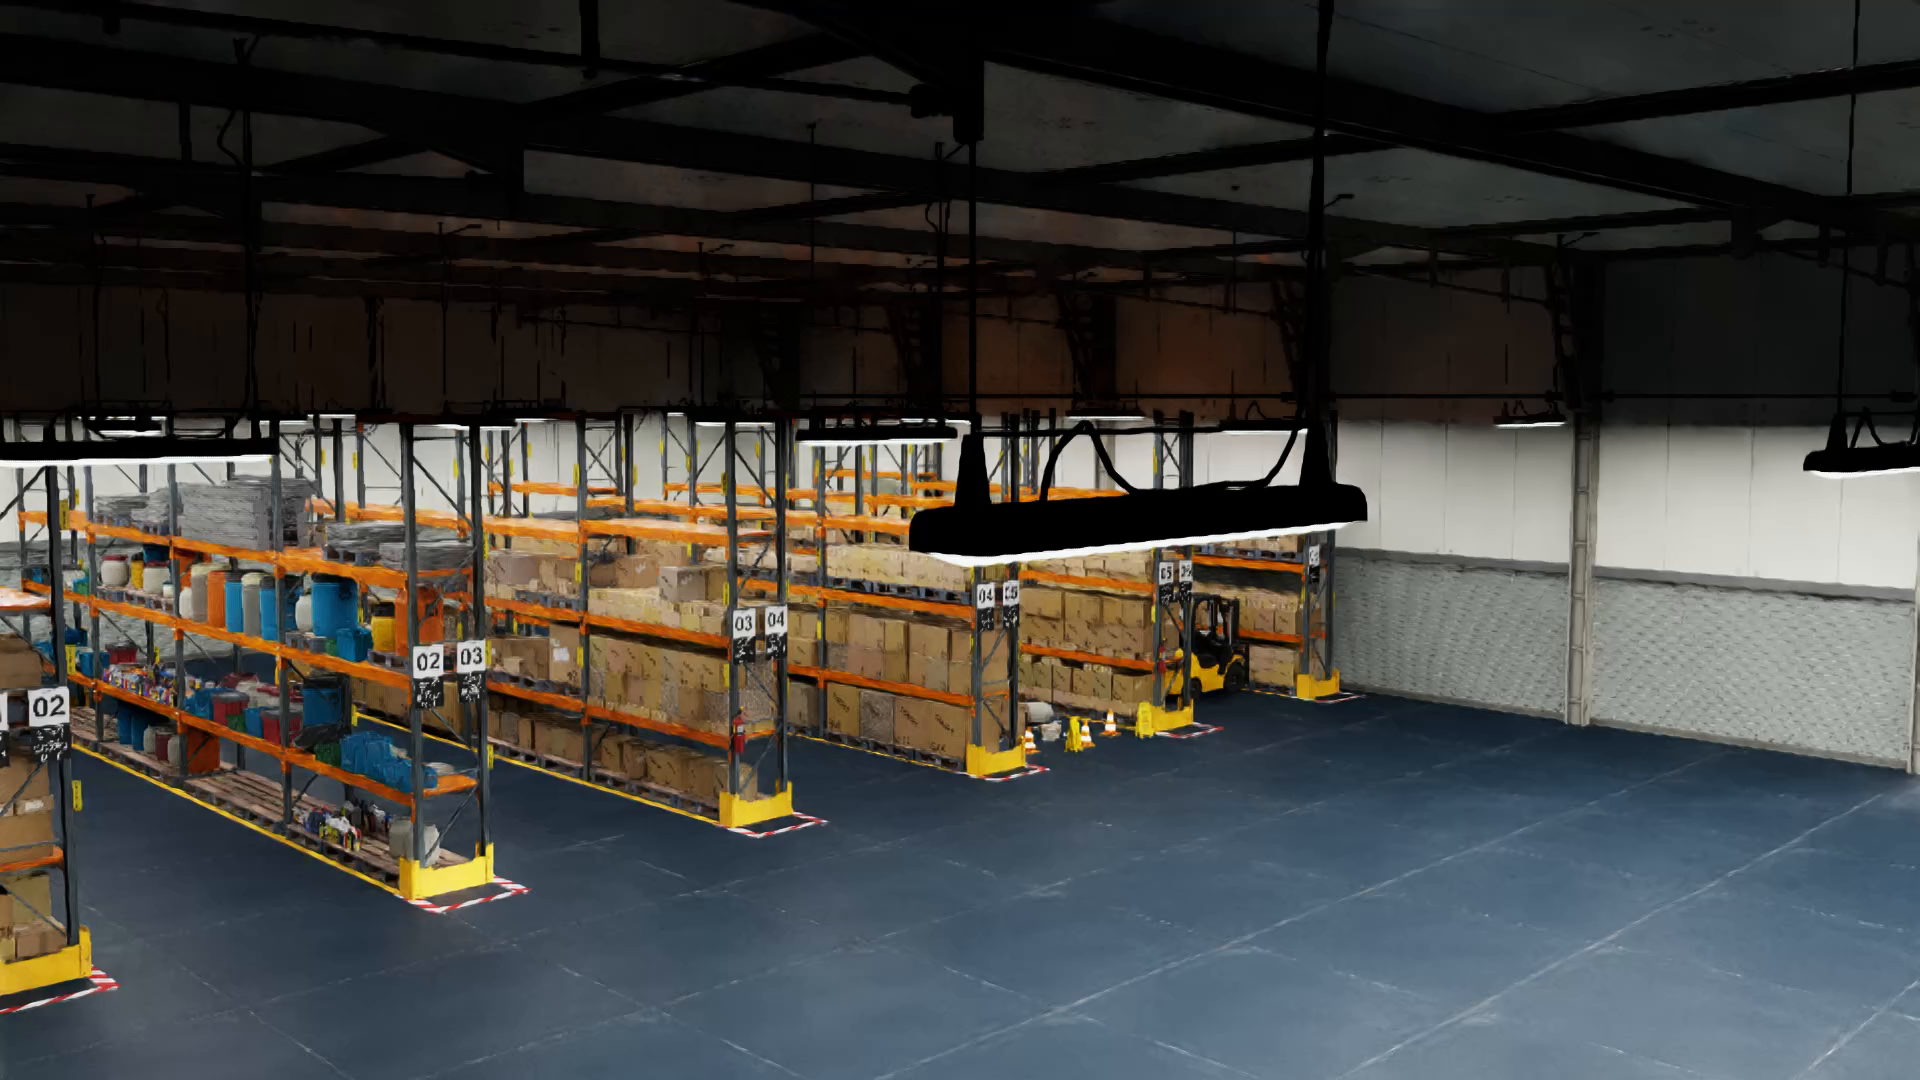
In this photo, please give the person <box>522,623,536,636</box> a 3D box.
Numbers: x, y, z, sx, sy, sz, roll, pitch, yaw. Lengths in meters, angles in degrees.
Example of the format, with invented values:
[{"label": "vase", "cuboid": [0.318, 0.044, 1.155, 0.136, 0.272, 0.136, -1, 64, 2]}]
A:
[{"label": "person", "cuboid": [-11.120, 1.722, 43.088, 0.494, 1.754, 0.727, -1, 5, -8]}]
